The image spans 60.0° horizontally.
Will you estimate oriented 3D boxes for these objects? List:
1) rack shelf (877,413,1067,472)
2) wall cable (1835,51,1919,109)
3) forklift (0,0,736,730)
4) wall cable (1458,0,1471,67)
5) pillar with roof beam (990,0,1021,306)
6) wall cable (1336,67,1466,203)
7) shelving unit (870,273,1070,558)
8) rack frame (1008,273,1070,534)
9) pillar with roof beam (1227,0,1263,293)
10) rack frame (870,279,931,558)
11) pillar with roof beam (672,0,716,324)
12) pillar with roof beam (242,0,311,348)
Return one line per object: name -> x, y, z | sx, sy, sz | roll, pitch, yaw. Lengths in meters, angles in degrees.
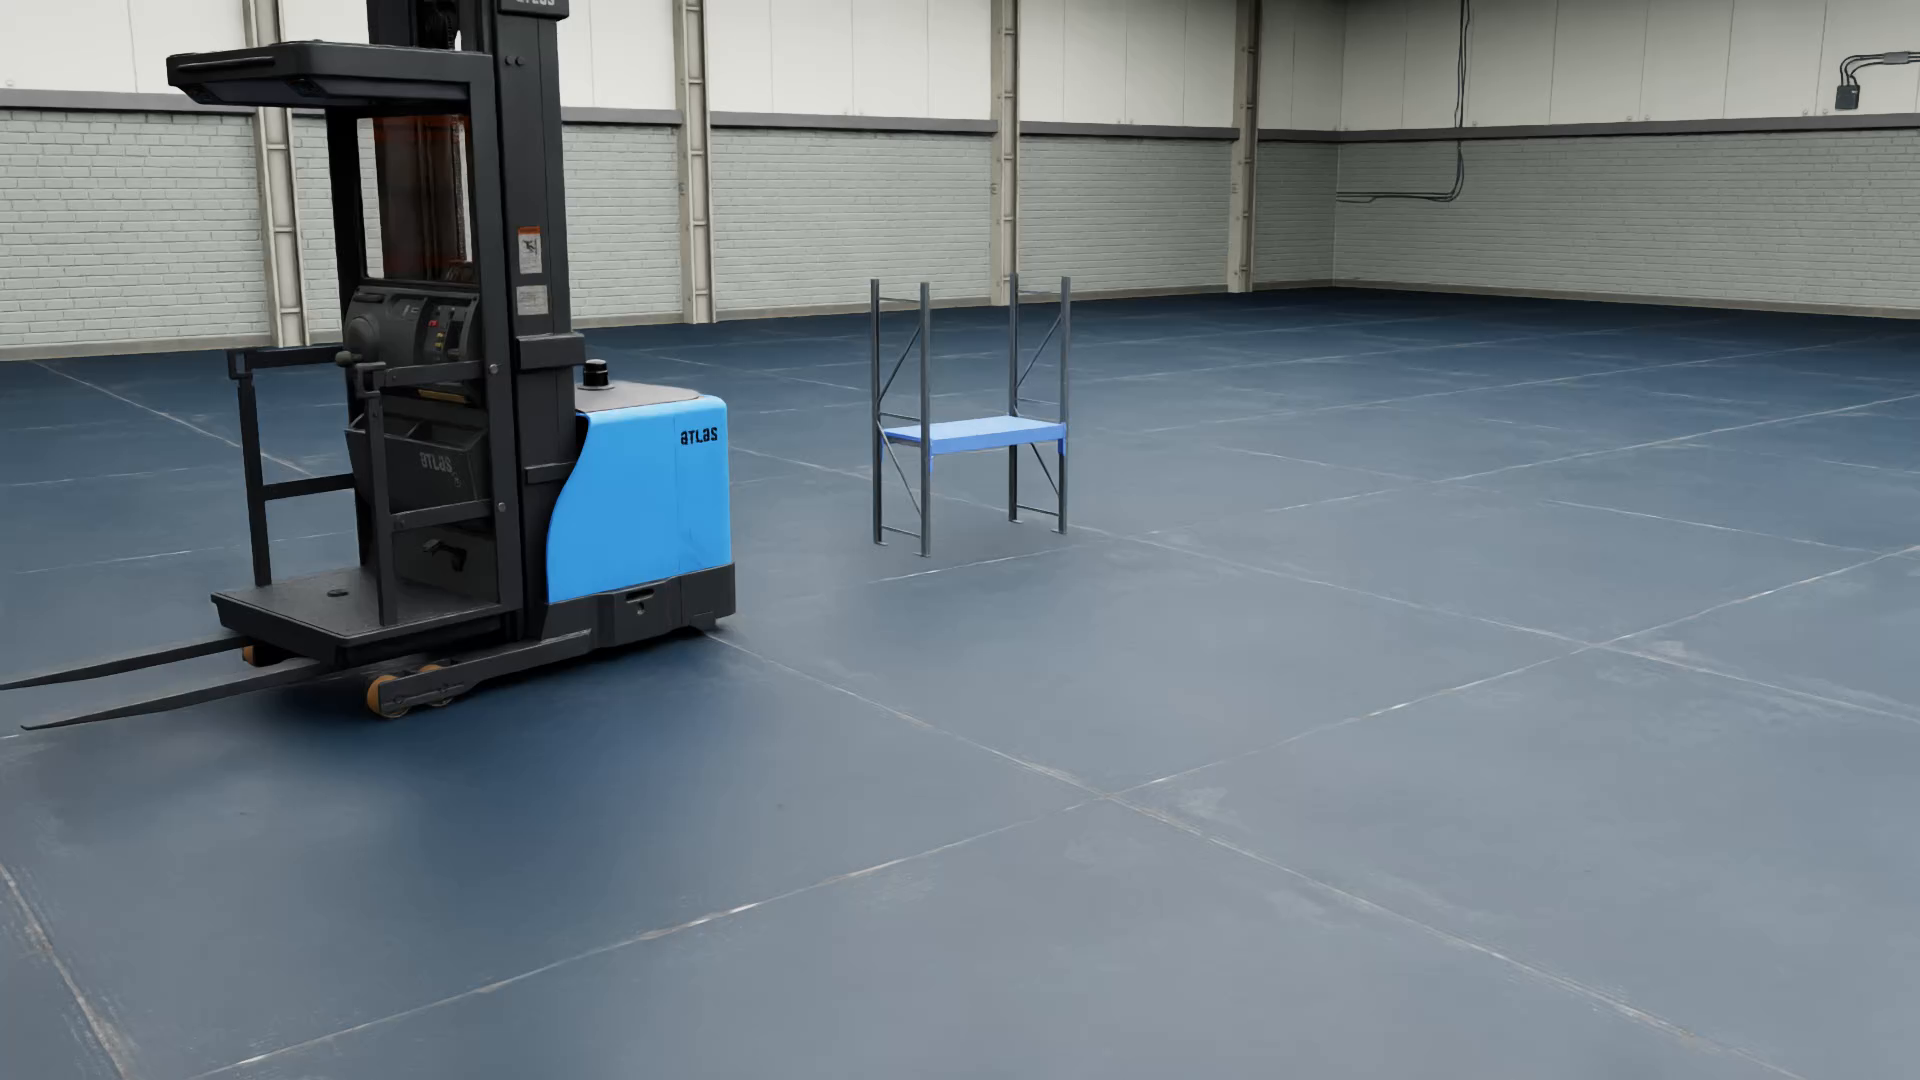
rack shelf -> 0.067, -0.569, 9.562 | 1.000, 0.185, 0.538 | -9, 15, -38
wall cable -> 14.491, -9.526, 24.639 | 0.169, 6.003, 2.305 | -9, 15, -38
forklift -> -2.385, -0.865, 6.647 | 1.130, 2.935, 3.031 | 10, 16, 40
wall cable -> 10.263, -9.917, 29.985 | 0.112, 2.526, 3.097 | -9, 15, -38
pillar with roof beam -> 3.451, -7.760, 24.508 | 0.400, 9.000, 9.100 | -9, 15, -38
wall cable -> 8.573, -7.886, 32.576 | 0.112, 2.526, 3.097 | -9, 15, -38
shelving unit -> 0.067, -0.745, 9.525 | 1.048, 1.500, 0.538 | -9, 15, -38
rack frame -> 0.464, -0.811, 9.836 | 0.032, 1.500, 0.500 | -9, 15, -38
pillar with roof beam -> 8.136, -8.538, 28.175 | 0.400, 9.000, 9.100 | -9, 15, -38
rack frame -> -0.330, -0.679, 9.214 | 0.032, 1.500, 0.500 | -9, 15, -38
pillar with roof beam -> -1.235, -6.981, 20.842 | 0.400, 9.000, 9.100 | -9, 15, -38
pillar with roof beam -> -5.920, -6.203, 17.175 | 0.400, 9.000, 9.100 | -9, 15, -38
